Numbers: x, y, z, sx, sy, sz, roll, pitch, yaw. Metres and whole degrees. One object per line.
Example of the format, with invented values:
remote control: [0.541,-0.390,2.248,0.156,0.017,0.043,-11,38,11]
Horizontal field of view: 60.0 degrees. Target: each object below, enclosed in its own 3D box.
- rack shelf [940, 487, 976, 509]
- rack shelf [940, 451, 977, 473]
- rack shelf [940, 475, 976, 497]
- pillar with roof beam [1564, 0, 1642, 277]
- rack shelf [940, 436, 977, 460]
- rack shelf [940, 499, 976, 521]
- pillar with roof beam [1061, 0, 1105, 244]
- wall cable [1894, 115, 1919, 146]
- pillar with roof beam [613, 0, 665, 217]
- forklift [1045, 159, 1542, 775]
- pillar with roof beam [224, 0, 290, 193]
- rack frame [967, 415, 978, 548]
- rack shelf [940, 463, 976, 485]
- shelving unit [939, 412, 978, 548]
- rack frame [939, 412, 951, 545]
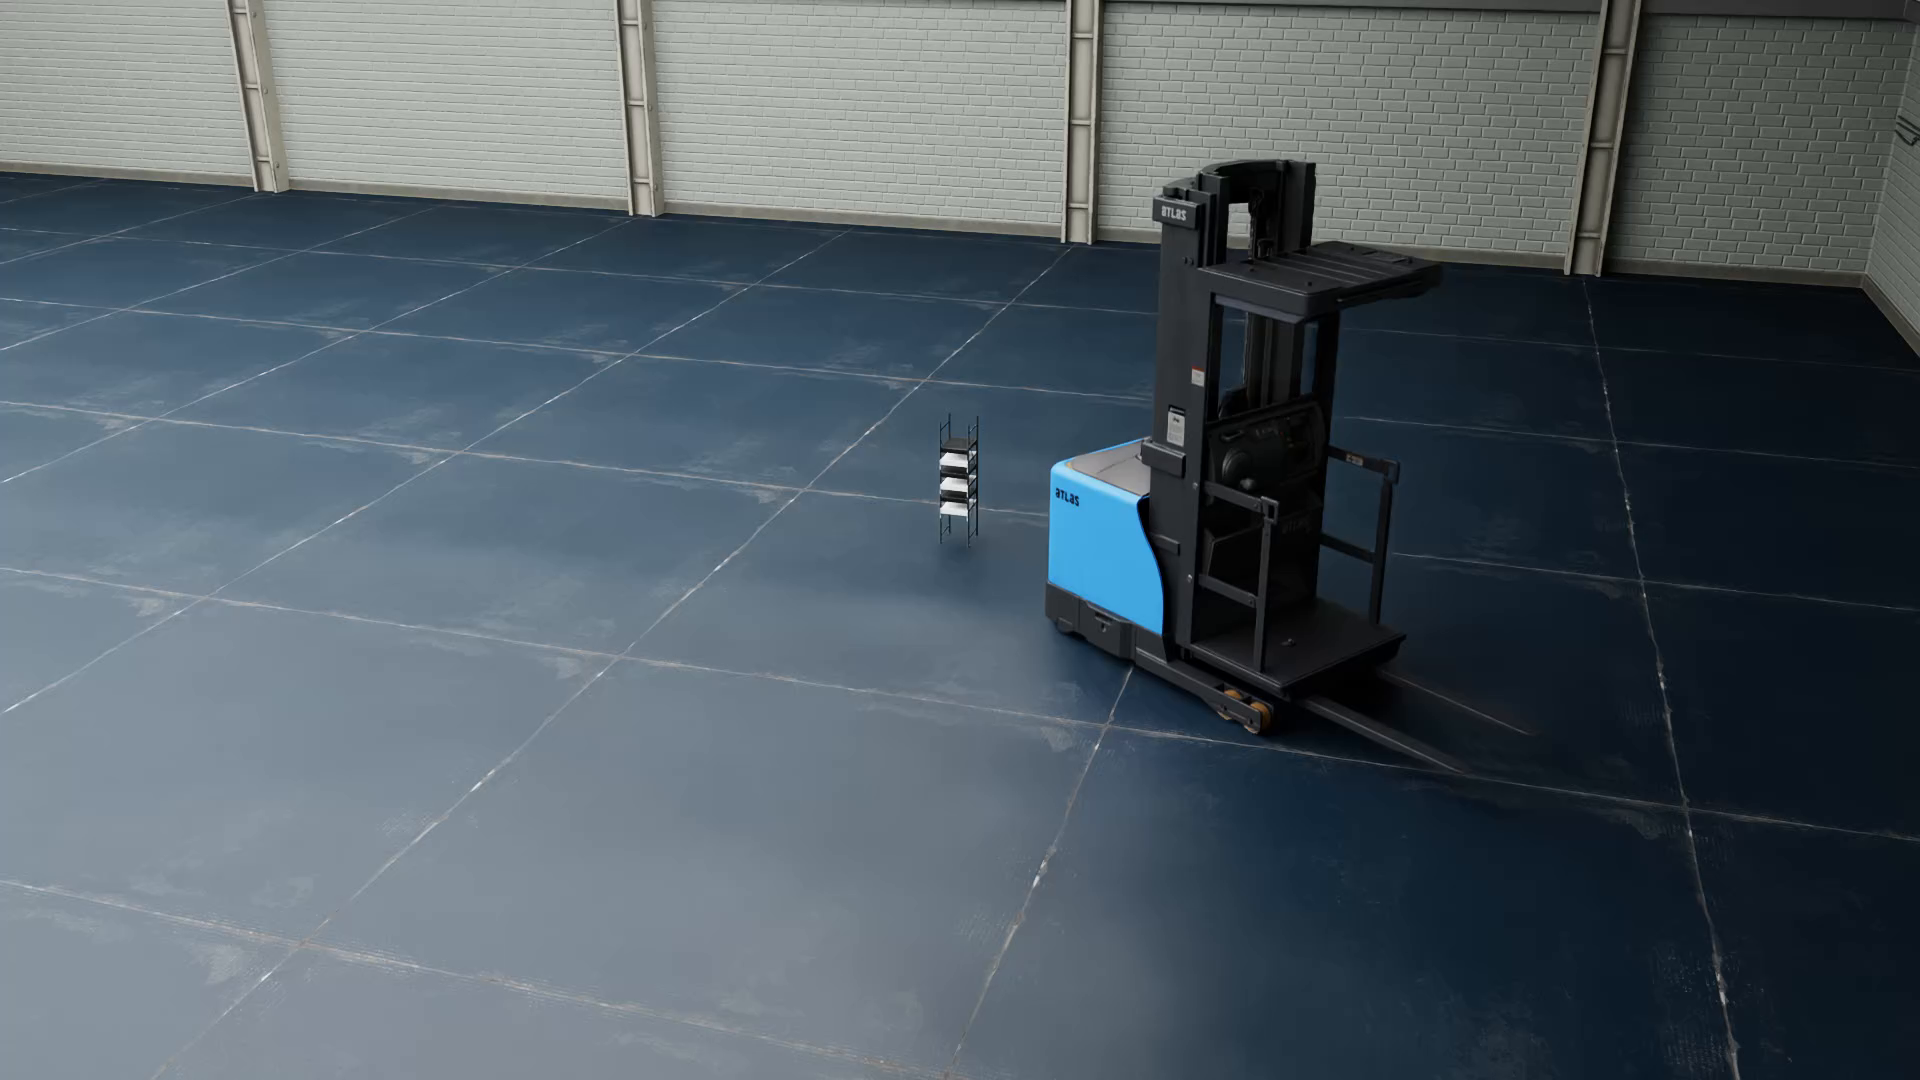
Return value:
rack shelf: [-0.008,-0.303,11.648,0.200,0.077,0.258,7,23,16]
rack shelf: [-0.008,-0.553,11.546,0.200,0.077,0.258,7,23,16]
rack shelf: [-0.008,-0.386,11.614,0.200,0.077,0.258,7,23,16]
pillar with roof beam: [6.001,-5.713,13.839,0.400,9.000,9.100,7,23,16]
rack shelf: [-0.008,-0.636,11.512,0.200,0.077,0.258,7,23,16]
rack shelf: [-0.008,-0.220,11.682,0.200,0.077,0.258,7,23,16]
pillar with roof beam: [0.257,-6.370,15.443,0.400,9.000,9.100,7,23,16]
wall cable: [9.683,-5.037,16.283,0.112,2.526,3.097,7,23,16]
pillar with roof beam: [-5.488,-7.028,17.046,0.400,9.000,9.100,7,23,16]
forklift: [1.848,-0.505,9.139,1.130,2.935,3.031,-17,28,-35]
pillar with roof beam: [-11.232,-7.686,18.650,0.400,9.000,9.100,7,23,16]
rack frame: [0.090,-0.406,11.574,0.006,0.900,0.240,7,23,16]
rack shelf: [-0.008,-0.470,11.580,0.200,0.077,0.258,7,23,16]
shelving unit: [-0.008,-0.417,11.601,0.210,0.900,0.258,7,23,16]
rack frame: [-0.105,-0.428,11.629,0.006,0.900,0.240,7,23,16]
